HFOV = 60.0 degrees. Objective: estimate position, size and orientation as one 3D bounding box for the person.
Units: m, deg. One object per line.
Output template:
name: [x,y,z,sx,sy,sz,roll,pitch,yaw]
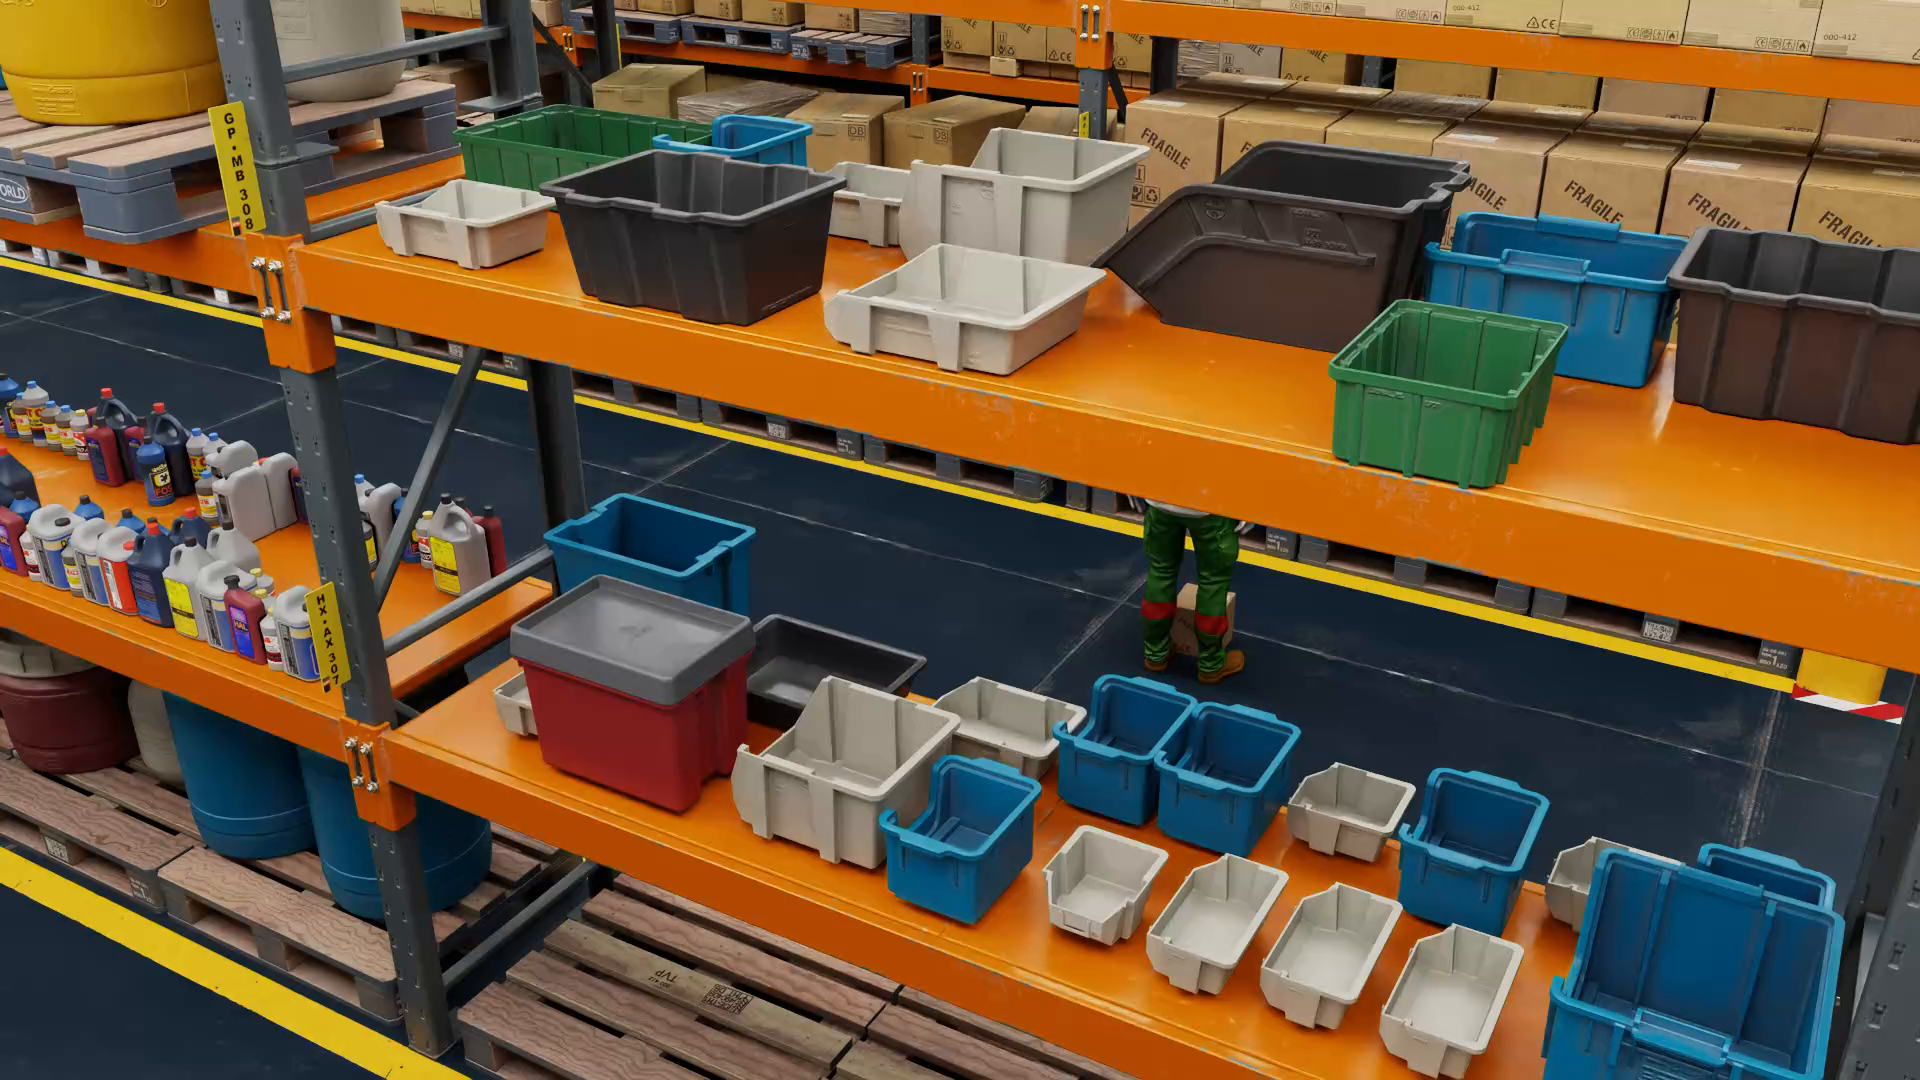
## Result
person: [1.049,-0.206,7.514,0.620,1.779,0.454,13,29,25]
